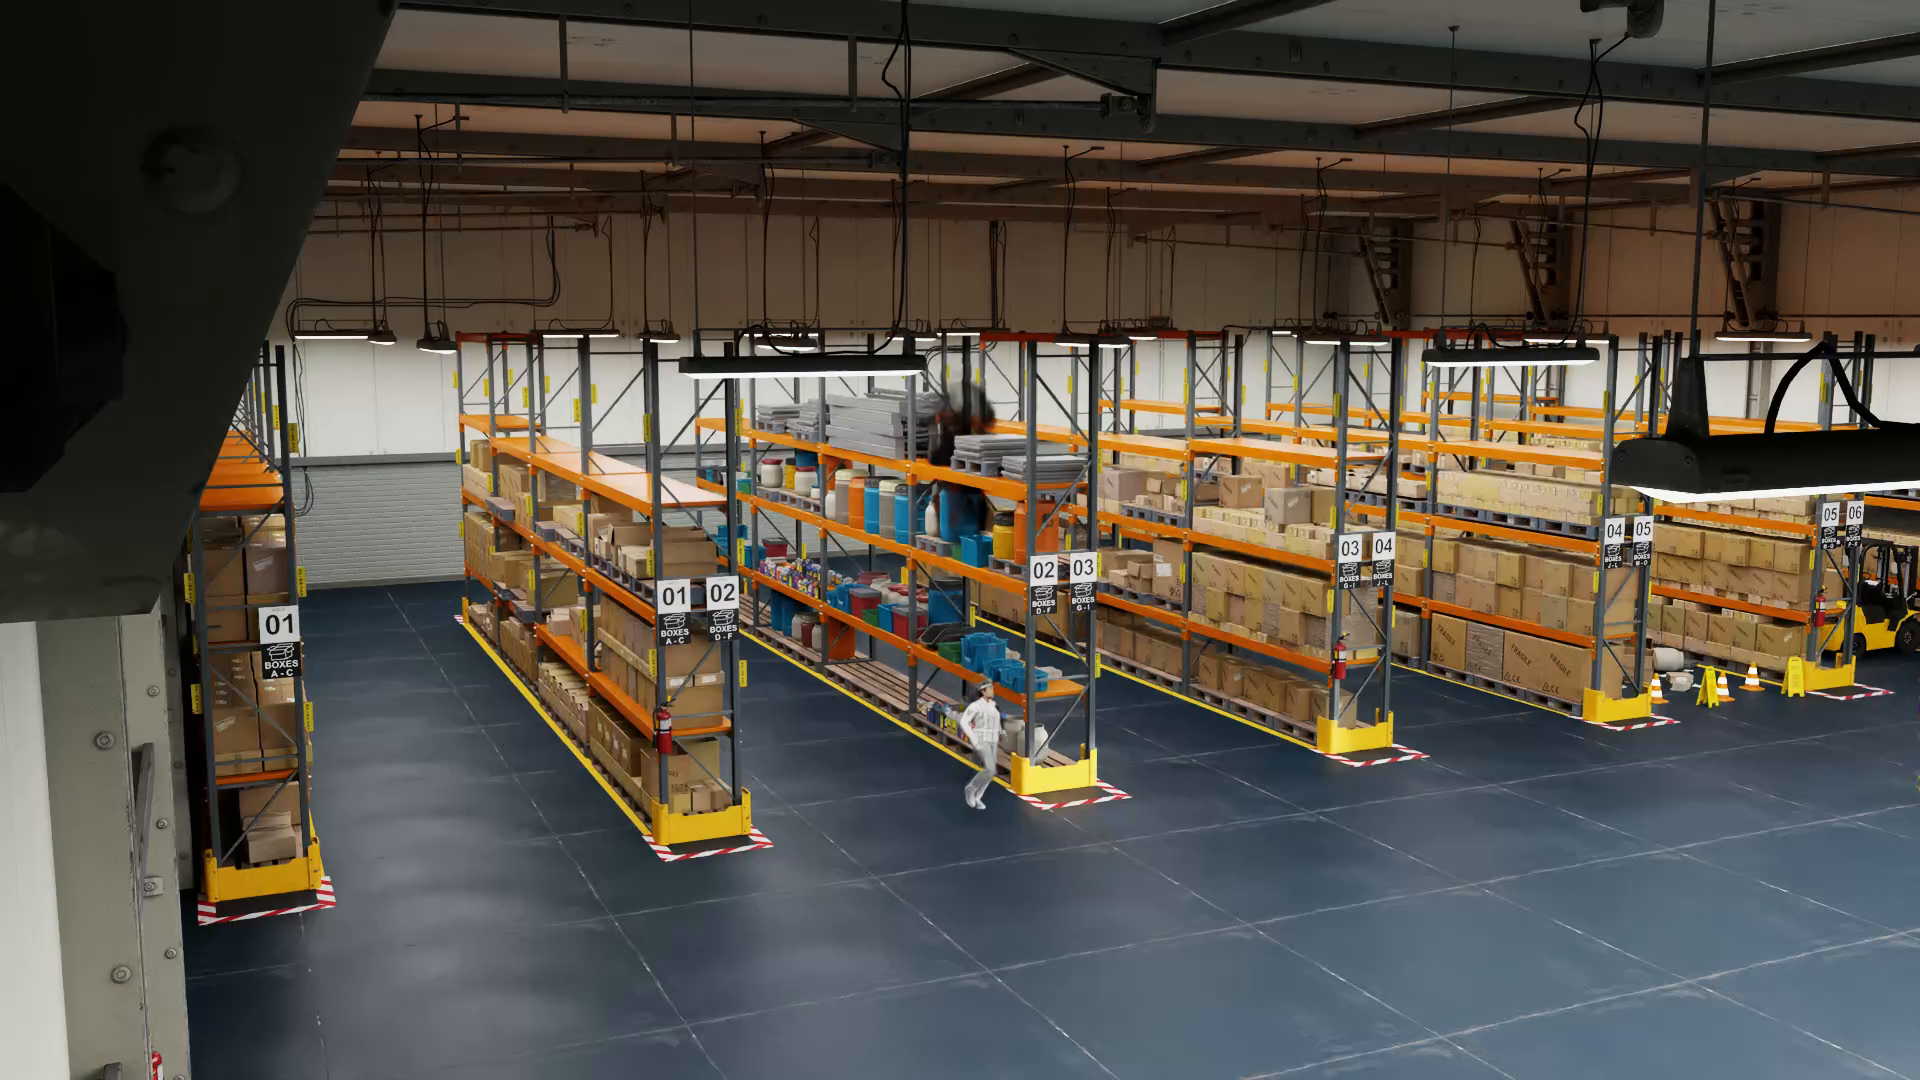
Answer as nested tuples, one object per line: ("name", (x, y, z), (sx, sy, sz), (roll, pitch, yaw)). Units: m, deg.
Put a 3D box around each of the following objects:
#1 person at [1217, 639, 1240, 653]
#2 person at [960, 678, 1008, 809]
("person", (5.145, 1.170, 31.707), (0.640, 1.841, 0.865), (-5, 9, -30))
("person", (0.346, 2.590, 21.219), (0.669, 1.619, 0.571), (-7, 11, -43))
